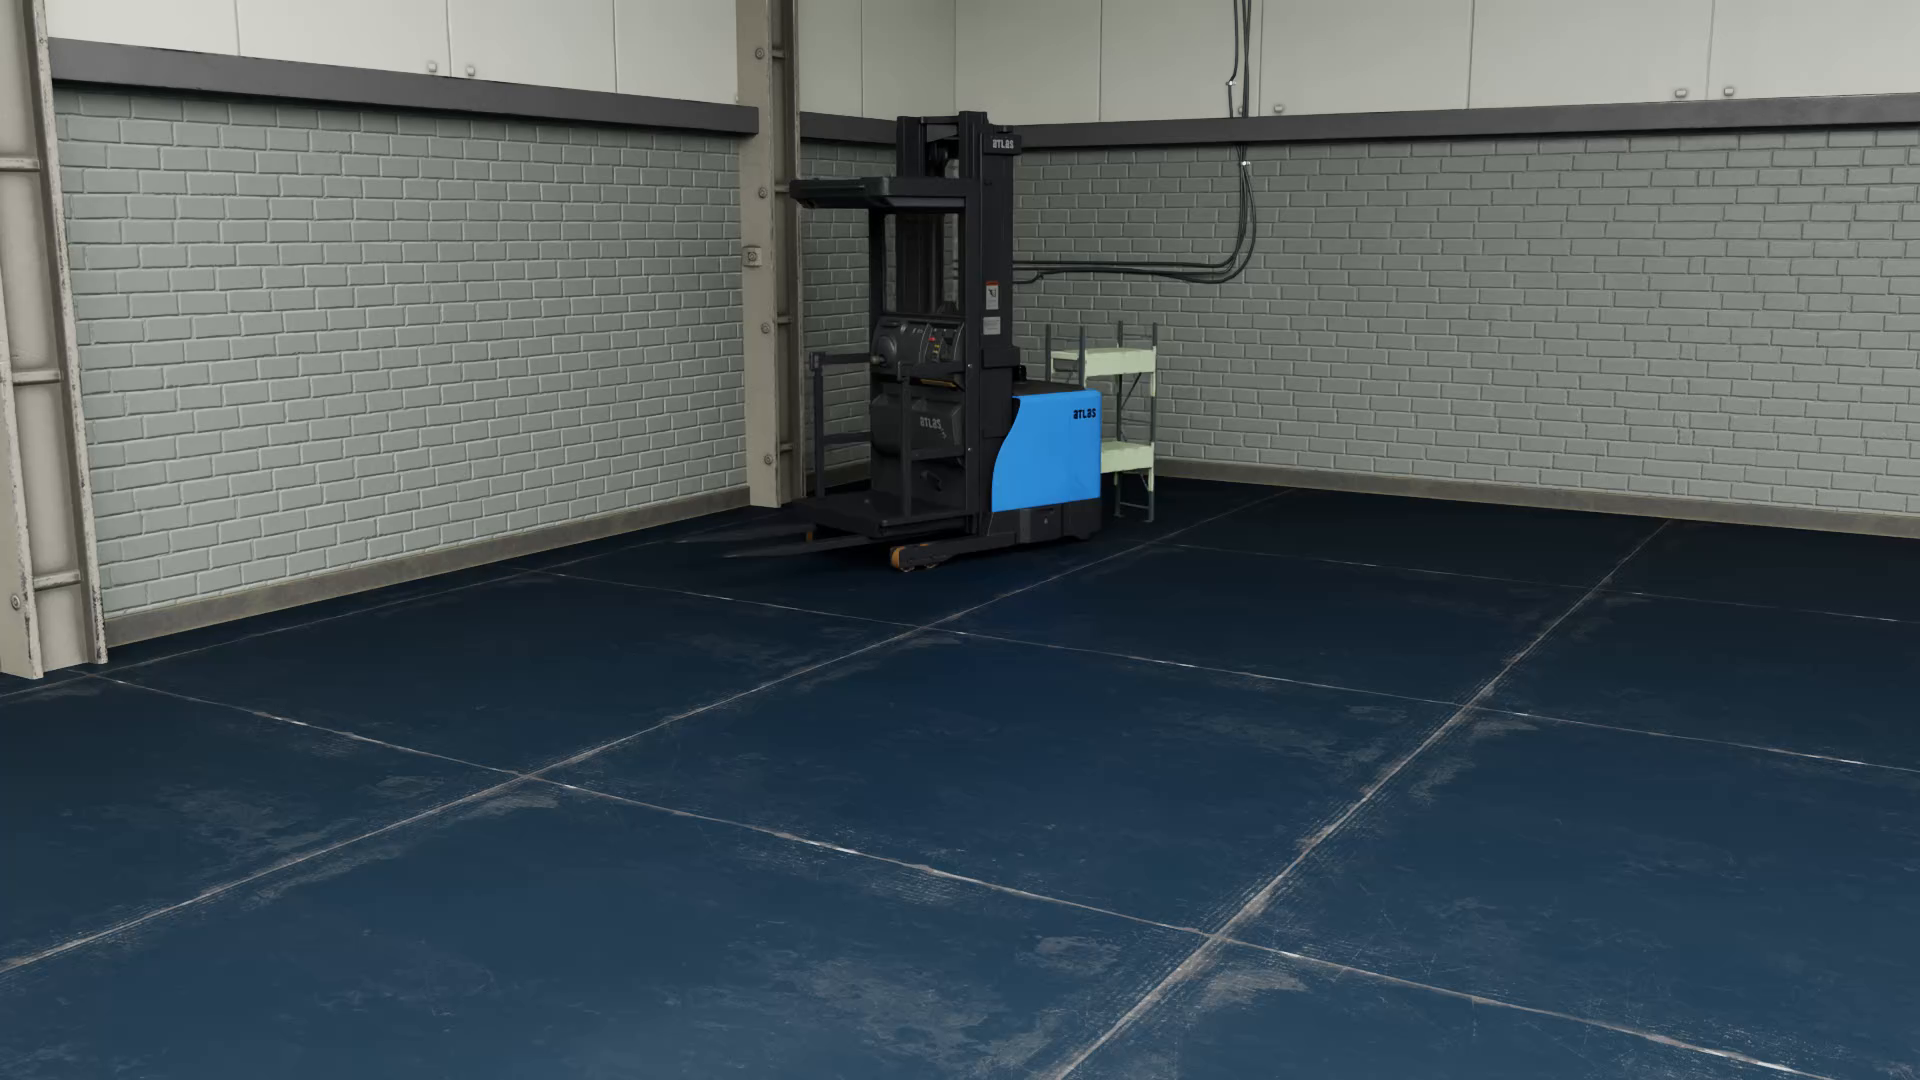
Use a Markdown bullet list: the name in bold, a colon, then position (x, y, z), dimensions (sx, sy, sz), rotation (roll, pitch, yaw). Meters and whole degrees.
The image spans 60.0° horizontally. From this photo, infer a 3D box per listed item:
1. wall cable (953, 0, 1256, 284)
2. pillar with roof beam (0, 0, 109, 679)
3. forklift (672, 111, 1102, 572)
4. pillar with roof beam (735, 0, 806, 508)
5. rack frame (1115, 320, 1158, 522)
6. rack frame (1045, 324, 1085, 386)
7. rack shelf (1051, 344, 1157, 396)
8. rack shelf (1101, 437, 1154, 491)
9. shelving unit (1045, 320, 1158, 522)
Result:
- **wall cable**: position (1.176, -3.536, 14.739), dimensions (3.097, 2.526, 0.112), rotation (6, 12, 31)
- **pillar with roof beam**: position (-0.919, -3.370, 5.416), dimensions (9.100, 9.000, 0.400), rotation (6, 12, 31)
- **forklift**: position (-0.452, -1.343, 11.075), dimensions (3.031, 2.935, 1.130), rotation (-8, 14, -38)
- **pillar with roof beam**: position (2.196, -4.314, 10.457), dimensions (9.100, 9.000, 0.400), rotation (6, 12, 31)
- **rack frame**: position (1.331, -0.900, 12.601), dimensions (0.023, 1.500, 0.400), rotation (-8, 14, -38)
- **rack frame**: position (0.761, -0.816, 12.150), dimensions (0.023, 1.500, 0.400), rotation (-8, 14, -38)
- **rack shelf**: position (1.046, -1.241, 12.303), dimensions (0.720, 0.370, 0.431), rotation (-8, 14, -38)
- **rack shelf**: position (1.046, -0.537, 12.435), dimensions (0.720, 0.370, 0.431), rotation (-8, 14, -38)
- **shelving unit**: position (1.046, -0.858, 12.375), dimensions (0.755, 1.500, 0.431), rotation (-8, 14, -38)
